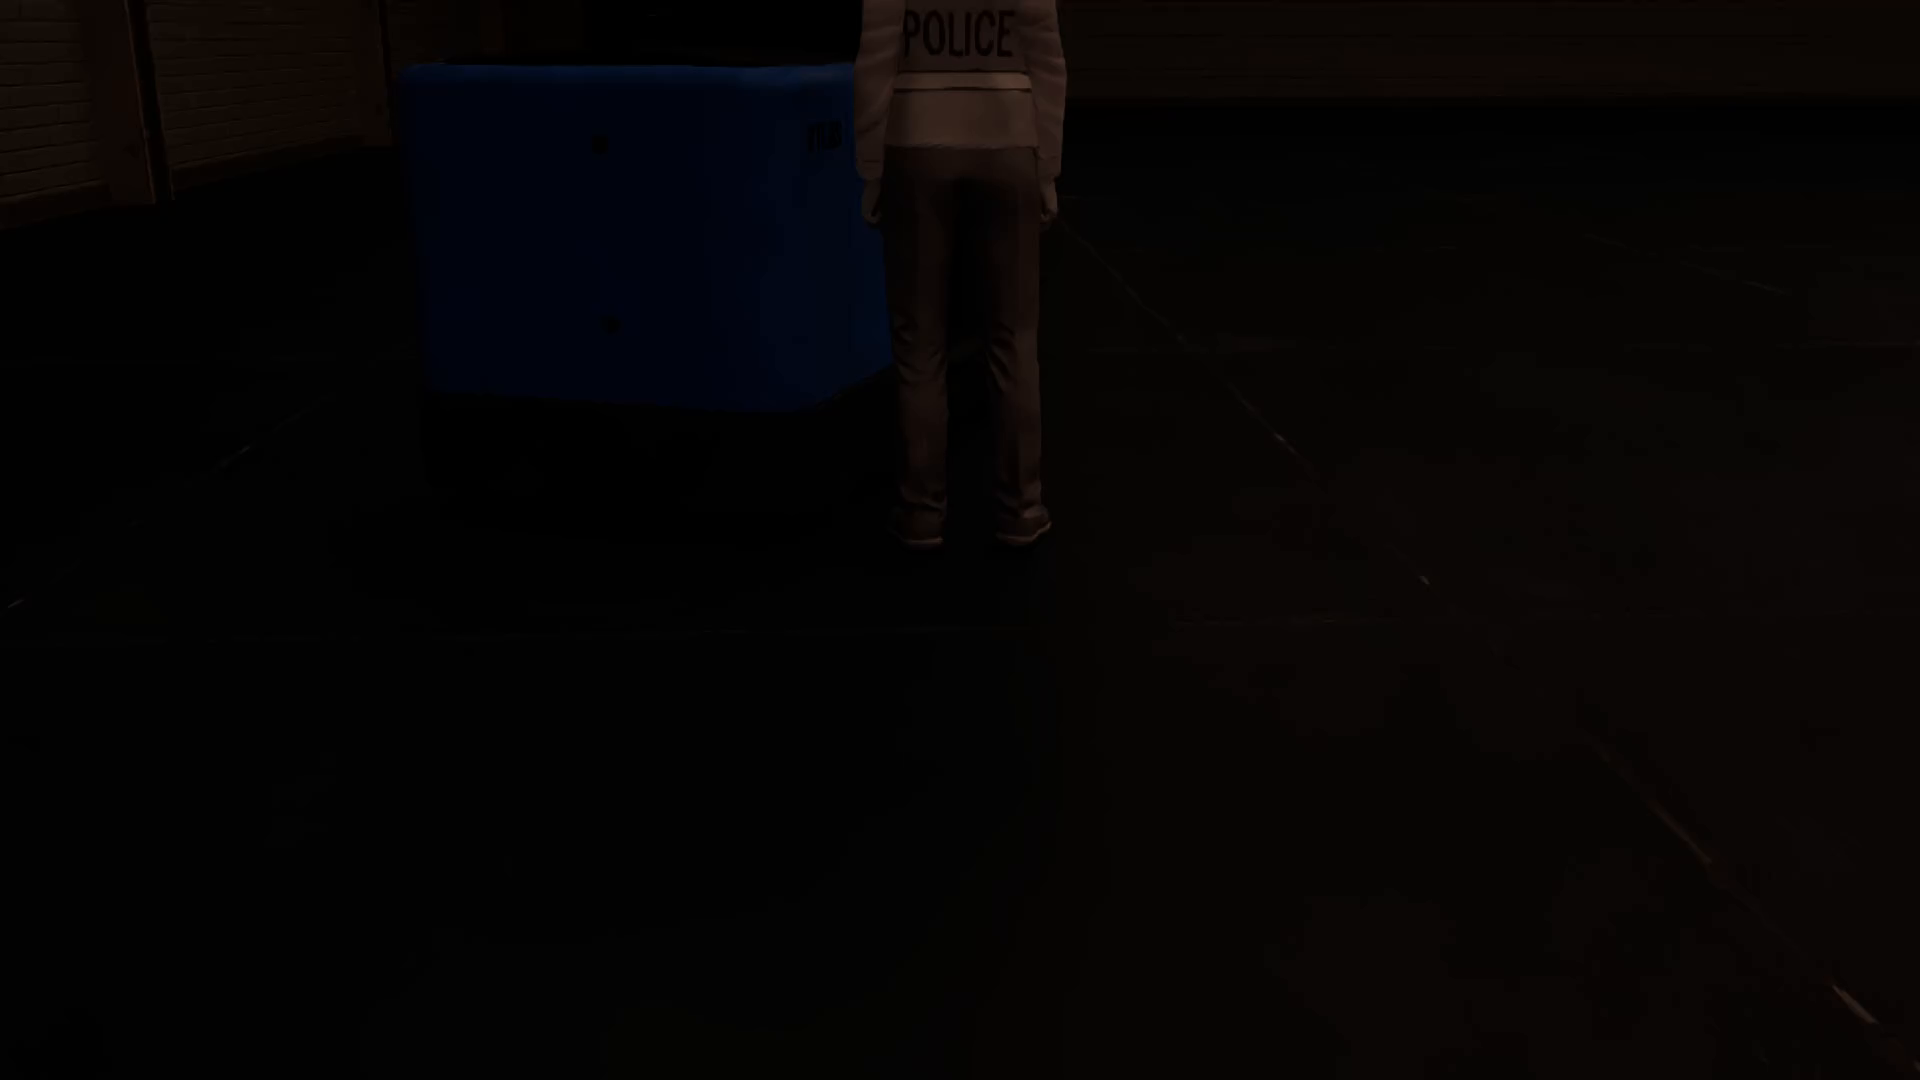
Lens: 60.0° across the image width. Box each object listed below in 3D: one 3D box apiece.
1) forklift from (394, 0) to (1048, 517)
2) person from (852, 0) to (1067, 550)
[{"bbox_3d":[-0.420,-1.846,4.943,1.130,2.935,3.031,5,18,16],"label":"forklift"},{"bbox_3d":[-0.002,-0.811,3.686,0.463,1.692,0.337,-1,17,-3],"label":"person"}]
